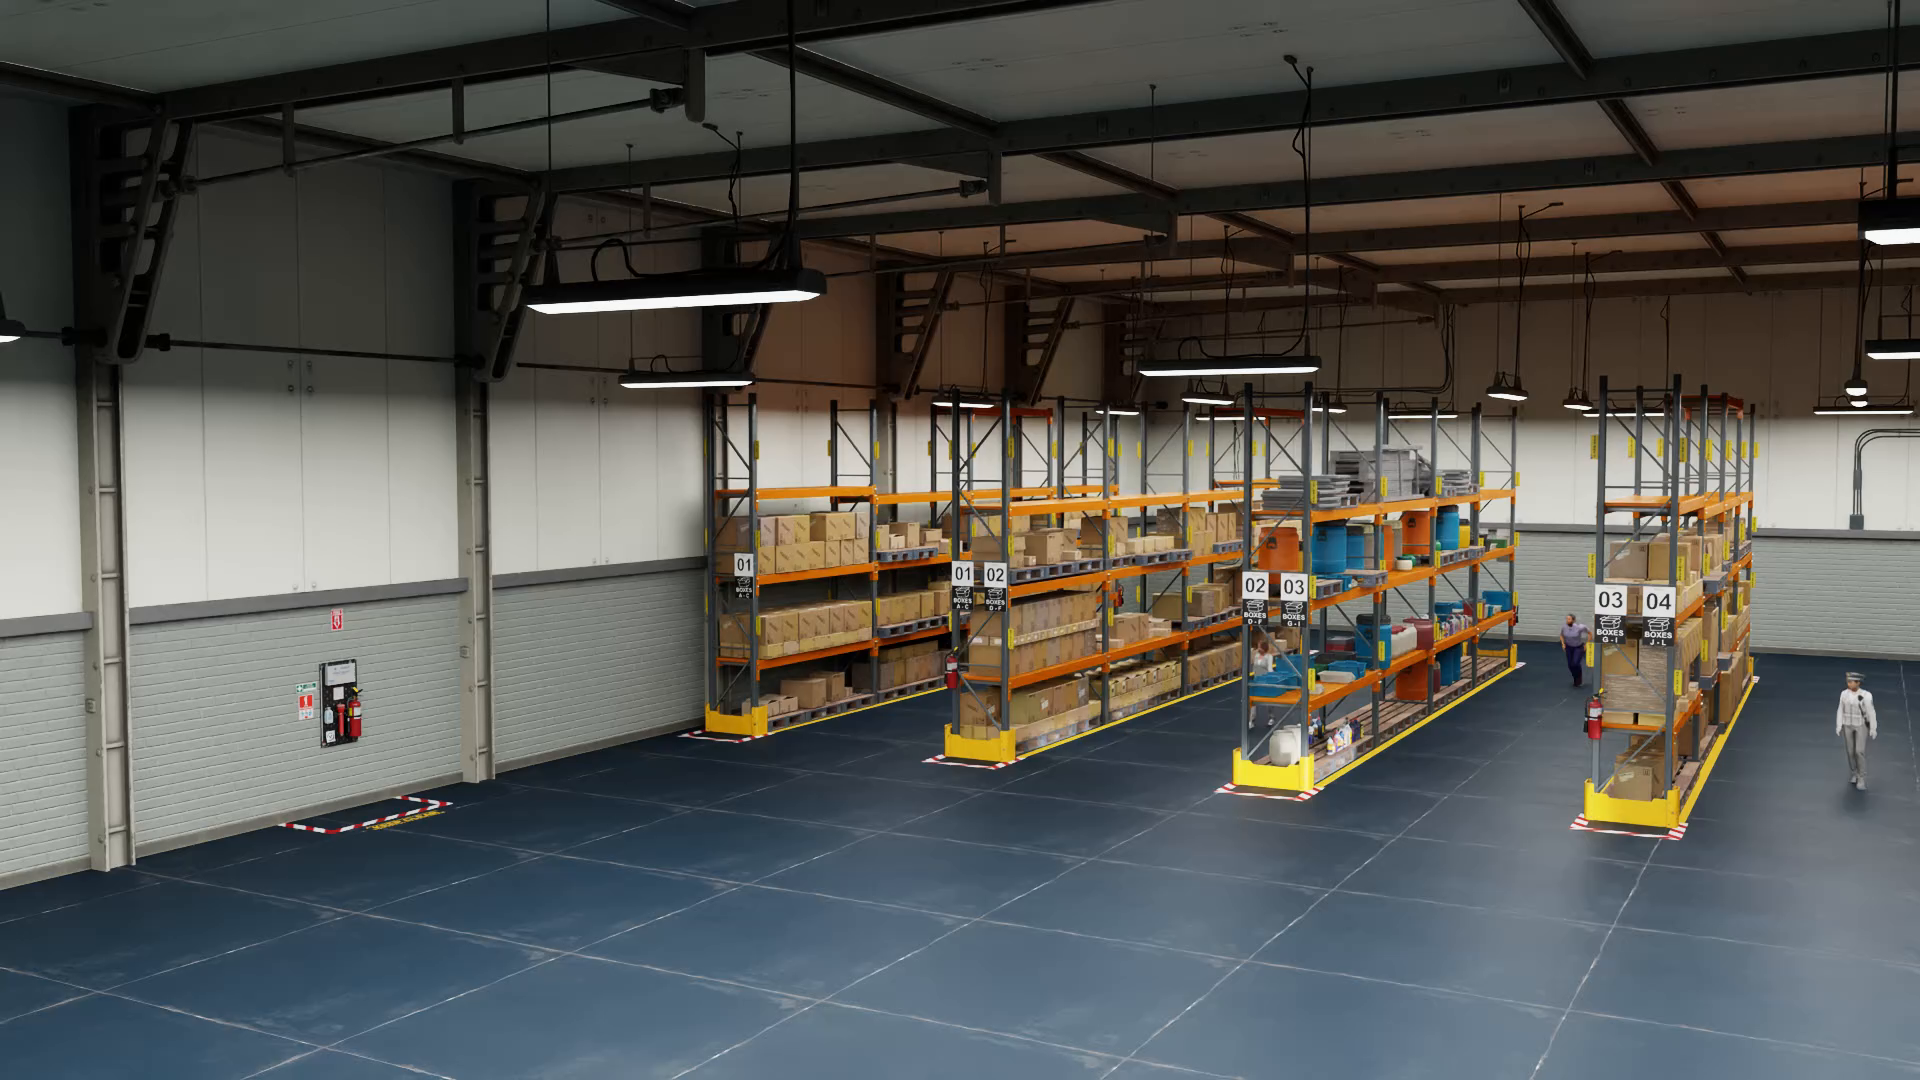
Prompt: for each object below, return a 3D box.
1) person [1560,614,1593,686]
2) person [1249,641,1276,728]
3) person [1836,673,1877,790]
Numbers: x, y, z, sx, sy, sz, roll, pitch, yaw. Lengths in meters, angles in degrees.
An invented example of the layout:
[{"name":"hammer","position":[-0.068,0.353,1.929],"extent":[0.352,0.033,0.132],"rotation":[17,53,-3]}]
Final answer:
[{"name":"person","position":[13.032,2.322,35.184],"extent":[0.621,1.561,0.733],"rotation":[3,4,39]},{"name":"person","position":[5.413,2.589,29.884],"extent":[0.432,1.552,0.903],"rotation":[2,4,38]},{"name":"person","position":[13.363,2.826,24.859],"extent":[0.622,1.671,0.590],"rotation":[-2,4,-35]}]
